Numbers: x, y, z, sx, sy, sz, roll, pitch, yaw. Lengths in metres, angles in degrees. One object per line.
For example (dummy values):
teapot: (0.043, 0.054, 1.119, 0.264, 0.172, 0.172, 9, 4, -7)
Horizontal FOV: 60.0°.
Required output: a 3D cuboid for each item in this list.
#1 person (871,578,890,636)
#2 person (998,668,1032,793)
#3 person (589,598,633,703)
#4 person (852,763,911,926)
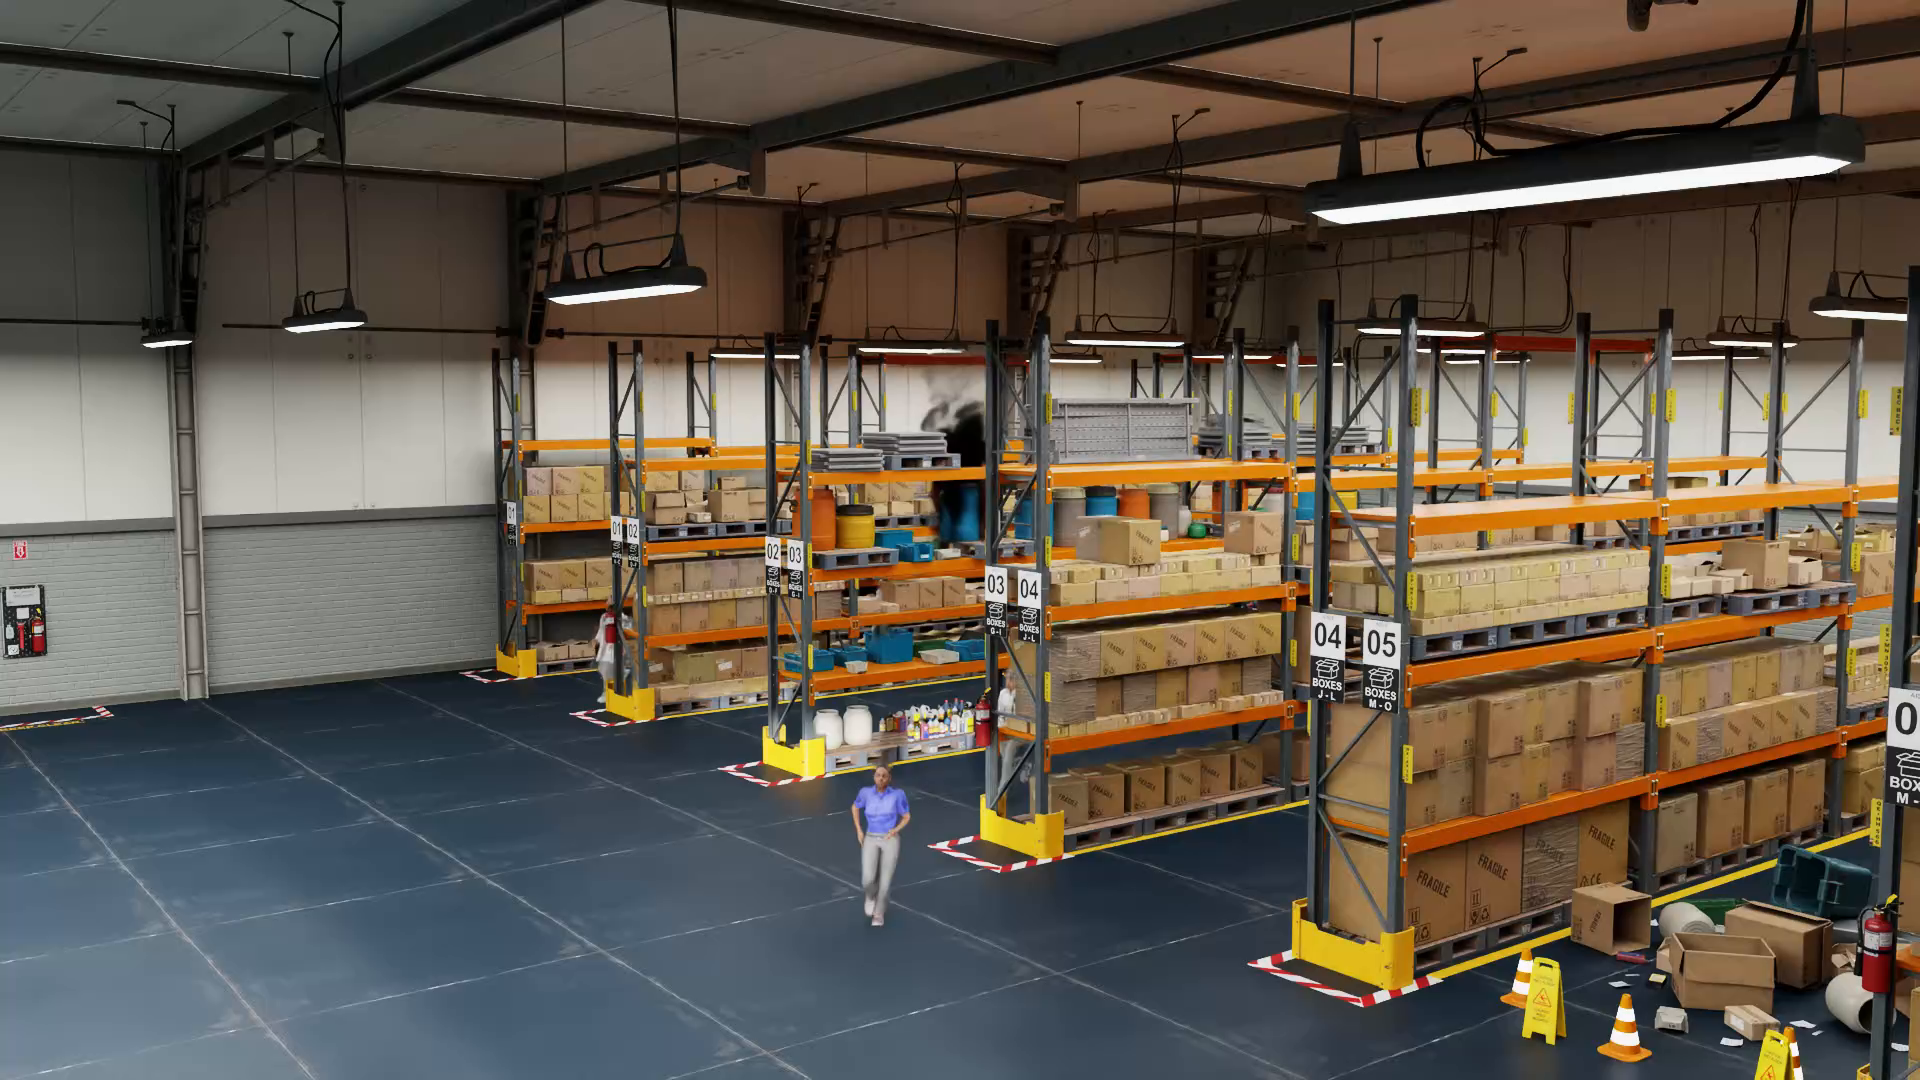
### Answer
person: (-1.519, 1.517, 32.630, 0.768, 1.564, 0.547, -5, 7, -43)
person: (0.678, 2.454, 21.226, 0.618, 1.669, 0.890, 4, 7, 40)
person: (-5.850, 1.840, 28.117, 0.718, 1.748, 0.758, 4, 6, 36)
person: (-0.767, 2.953, 16.062, 0.580, 1.610, 0.559, 0, 5, 1)
